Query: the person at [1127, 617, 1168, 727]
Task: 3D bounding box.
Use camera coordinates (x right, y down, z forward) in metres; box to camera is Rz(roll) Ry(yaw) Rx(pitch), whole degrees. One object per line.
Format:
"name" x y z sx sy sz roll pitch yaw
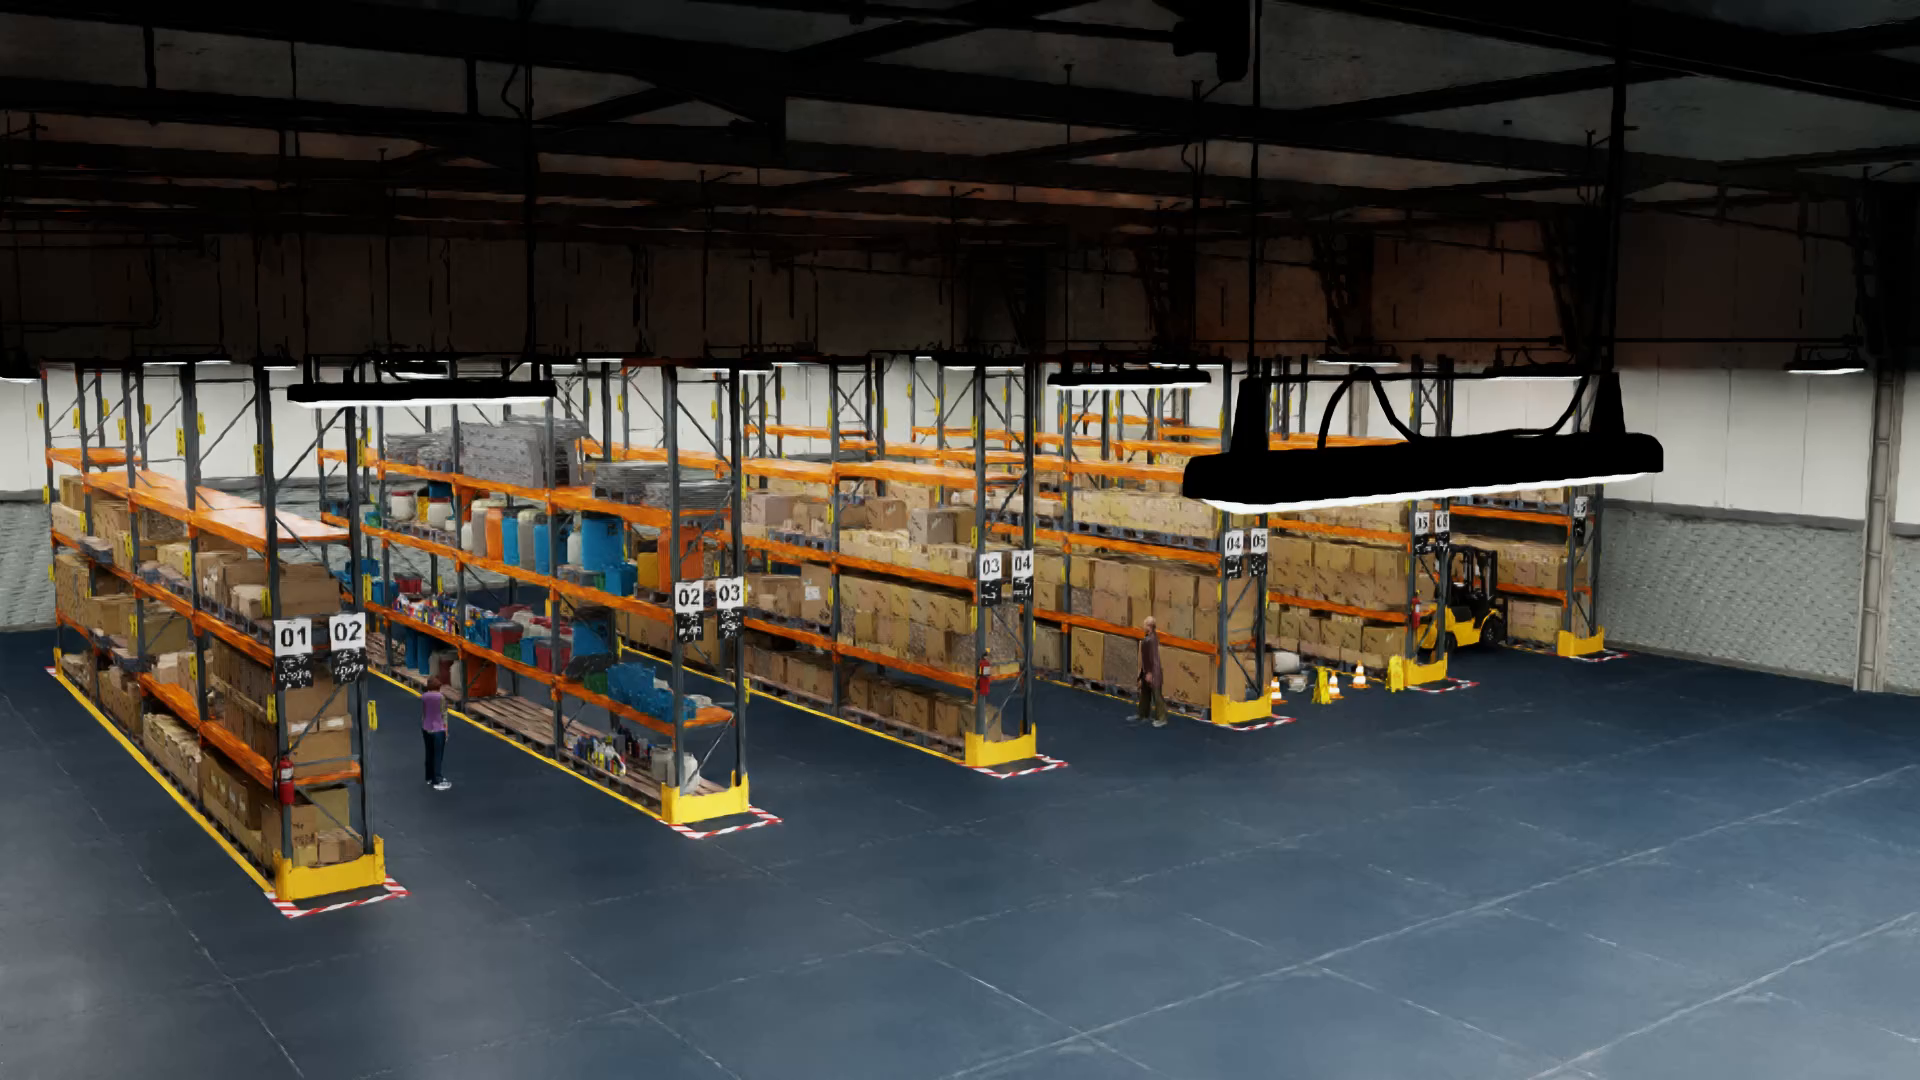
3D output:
"person" 3.094 2.150 27.399 0.636 1.767 0.677 -1 7 -5

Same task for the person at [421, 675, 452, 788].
"person" -7.425 2.703 23.573 0.468 1.600 0.406 3 8 24

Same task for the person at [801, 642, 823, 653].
"person" -2.899 1.538 33.259 0.455 1.612 1.019 -5 9 -37
